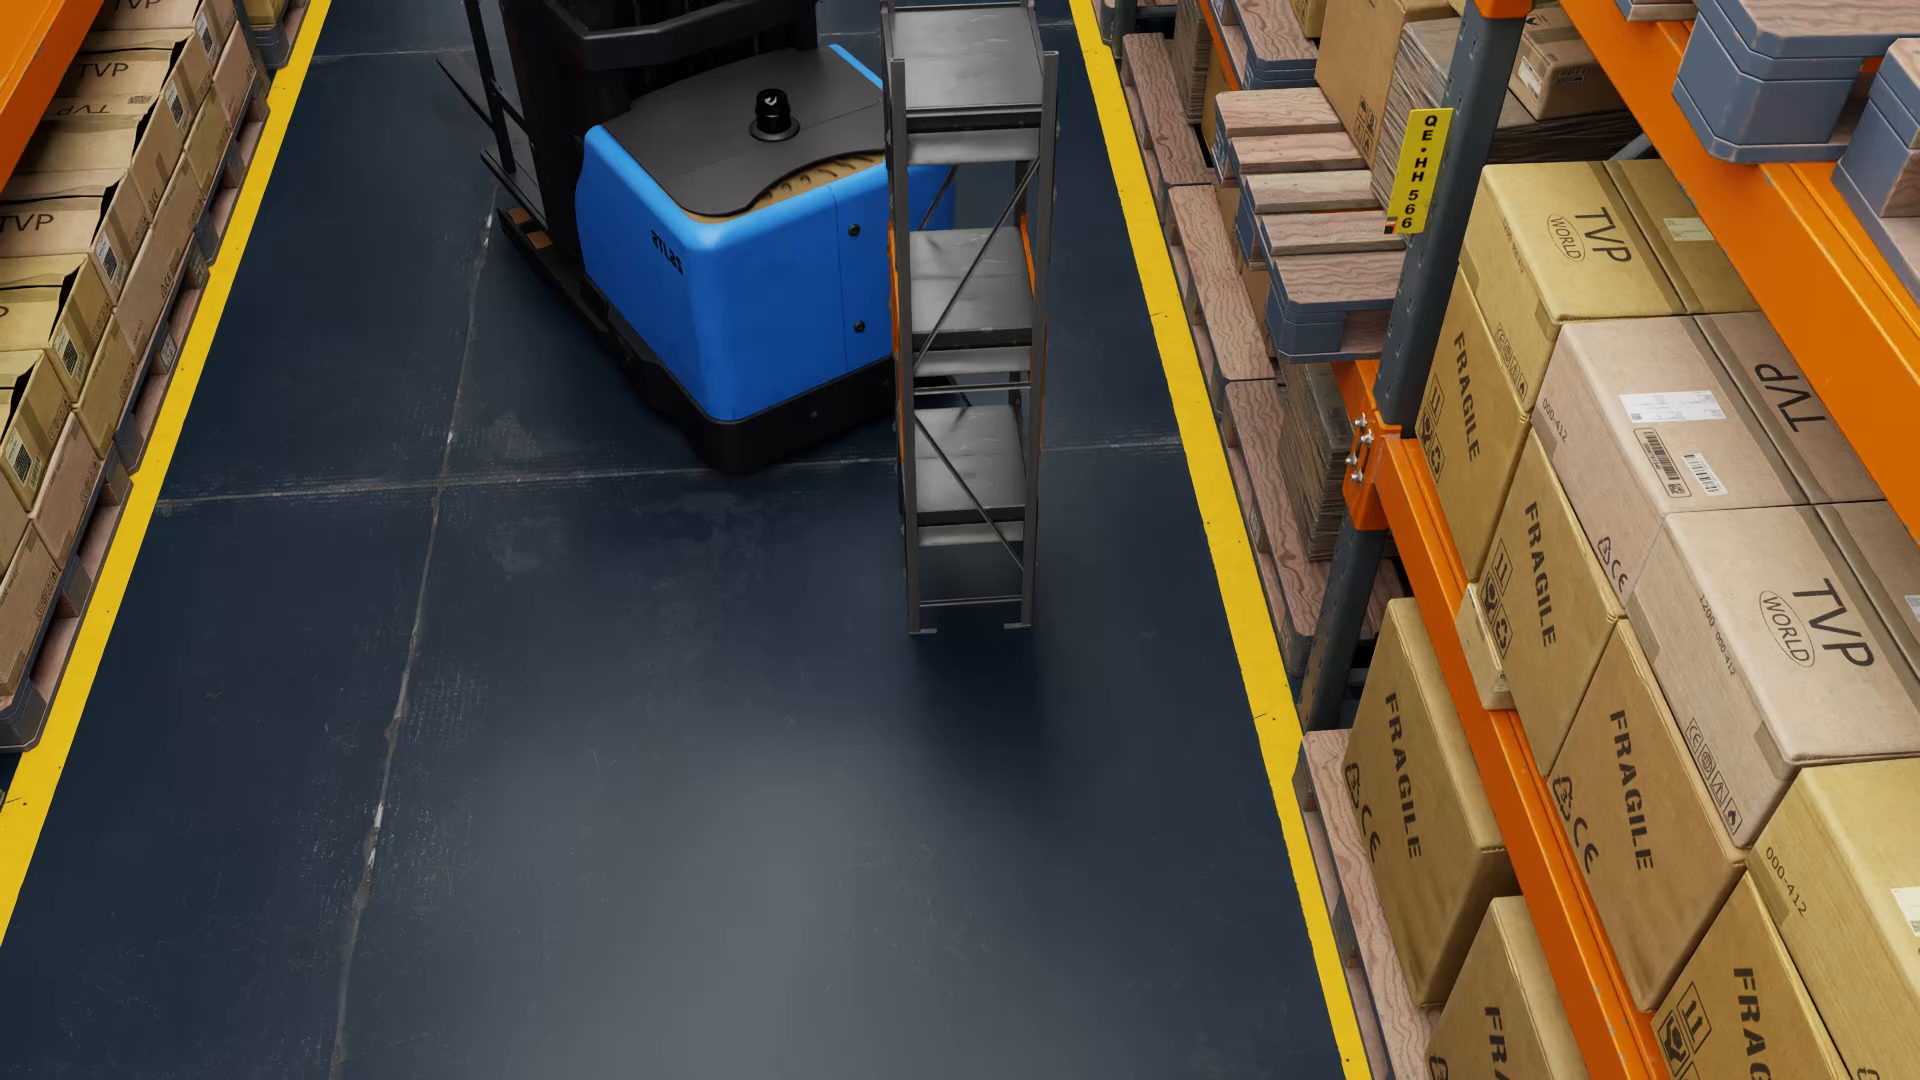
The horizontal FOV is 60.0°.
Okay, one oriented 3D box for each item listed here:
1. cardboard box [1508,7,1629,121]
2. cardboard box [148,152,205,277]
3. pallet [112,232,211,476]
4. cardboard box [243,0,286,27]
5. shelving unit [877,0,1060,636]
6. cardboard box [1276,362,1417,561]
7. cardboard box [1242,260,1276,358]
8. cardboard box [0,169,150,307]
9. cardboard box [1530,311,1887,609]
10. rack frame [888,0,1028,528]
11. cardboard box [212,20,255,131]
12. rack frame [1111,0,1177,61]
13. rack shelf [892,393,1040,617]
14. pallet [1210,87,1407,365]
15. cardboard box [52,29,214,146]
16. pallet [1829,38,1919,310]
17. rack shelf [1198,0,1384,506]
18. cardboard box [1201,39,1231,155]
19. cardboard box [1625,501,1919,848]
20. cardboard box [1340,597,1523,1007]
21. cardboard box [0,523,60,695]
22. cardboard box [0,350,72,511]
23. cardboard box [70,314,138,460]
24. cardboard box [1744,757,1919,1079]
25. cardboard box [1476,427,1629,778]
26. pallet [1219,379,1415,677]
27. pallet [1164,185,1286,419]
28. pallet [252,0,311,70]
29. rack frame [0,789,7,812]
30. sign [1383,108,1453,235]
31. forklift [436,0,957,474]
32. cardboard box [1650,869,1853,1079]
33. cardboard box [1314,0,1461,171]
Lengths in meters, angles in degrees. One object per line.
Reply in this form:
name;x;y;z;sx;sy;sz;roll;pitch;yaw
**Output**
cardboard box;1.506;-1.146;3.950;0.380;0.149;0.250;-9;47;-8
cardboard box;-3.298;-1.260;6.482;0.500;0.250;0.500;-3;47;-2
pallet;-3.500;-0.705;6.272;1.003;0.211;1.213;-3;47;-3
cardboard box;-3.442;-2.632;7.782;0.500;0.250;0.500;-3;47;-3
shelving unit;0.014;-0.602;4.874;0.431;2.100;0.503;-3;47;-3
cardboard box;1.453;-0.299;5.386;0.700;0.500;0.500;-3;47;-3
cardboard box;1.456;-1.036;6.084;0.700;0.500;0.500;-4;47;-4
cardboard box;-3.258;-1.095;5.939;0.500;0.311;0.500;-4;47;-4
cardboard box;1.392;-0.158;3.029;0.500;0.250;0.500;-4;47;-4
rack frame;-0.007;-0.779;5.041;0.400;2.100;0.015;-3;47;-3
cardboard box;-3.382;-1.996;7.179;0.500;0.250;0.500;-4;47;-4
rack frame;1.230;-3.383;6.888;1.000;3.000;0.127;-3;47;-3
rack shelf;0.014;-0.112;5.392;0.431;0.518;0.480;-3;47;-3
pallet;1.399;-0.932;4.699;1.213;0.211;1.003;-3;47;-3
cardboard box;-3.336;-1.820;6.626;0.500;0.311;0.500;-2;47;-2
pallet;1.768;-0.184;1.923;1.003;0.211;1.213;-2;47;-1
rack shelf;1.398;-1.689;5.779;1.077;0.370;4.000;-3;47;-3
cardboard box;1.402;-1.773;6.781;0.700;0.500;0.500;-4;47;-4
cardboard box;1.438;0.204;2.687;0.500;0.250;0.500;-3;47;-3
cardboard box;1.496;0.646;4.264;0.750;0.750;0.750;-4;47;-4
cardboard box;-3.122;0.219;5.081;0.500;0.250;0.500;-4;47;-3
cardboard box;-3.174;-0.353;5.237;0.500;0.311;0.500;-5;47;-4
cardboard box;-3.215;-0.520;5.782;0.500;0.250;0.500;-5;47;-4
cardboard box;1.487;0.573;2.338;0.500;0.250;0.500;-4;47;-4
cardboard box;1.385;0.114;3.289;0.500;0.500;0.500;-2;47;-2
pallet;1.501;-0.096;5.695;1.003;0.211;1.213;-3;47;-3
pallet;1.402;-0.976;6.529;1.003;0.211;1.213;-3;47;-3
pallet;-3.731;-2.699;8.160;1.003;0.211;1.213;-3;47;-3
rack frame;-3.371;-0.185;3.860;1.000;3.000;0.127;-3;47;-3
sign;1.025;-0.820;3.718;0.100;0.325;0.005;-3;47;-3
forklift;-1.244;-2.284;5.895;1.130;2.935;3.031;-26;52;-23
cardboard box;1.477;0.849;2.592;0.500;0.500;0.500;-2;47;-2
cardboard box;1.442;-1.417;4.654;0.700;0.500;0.500;-7;47;-7
